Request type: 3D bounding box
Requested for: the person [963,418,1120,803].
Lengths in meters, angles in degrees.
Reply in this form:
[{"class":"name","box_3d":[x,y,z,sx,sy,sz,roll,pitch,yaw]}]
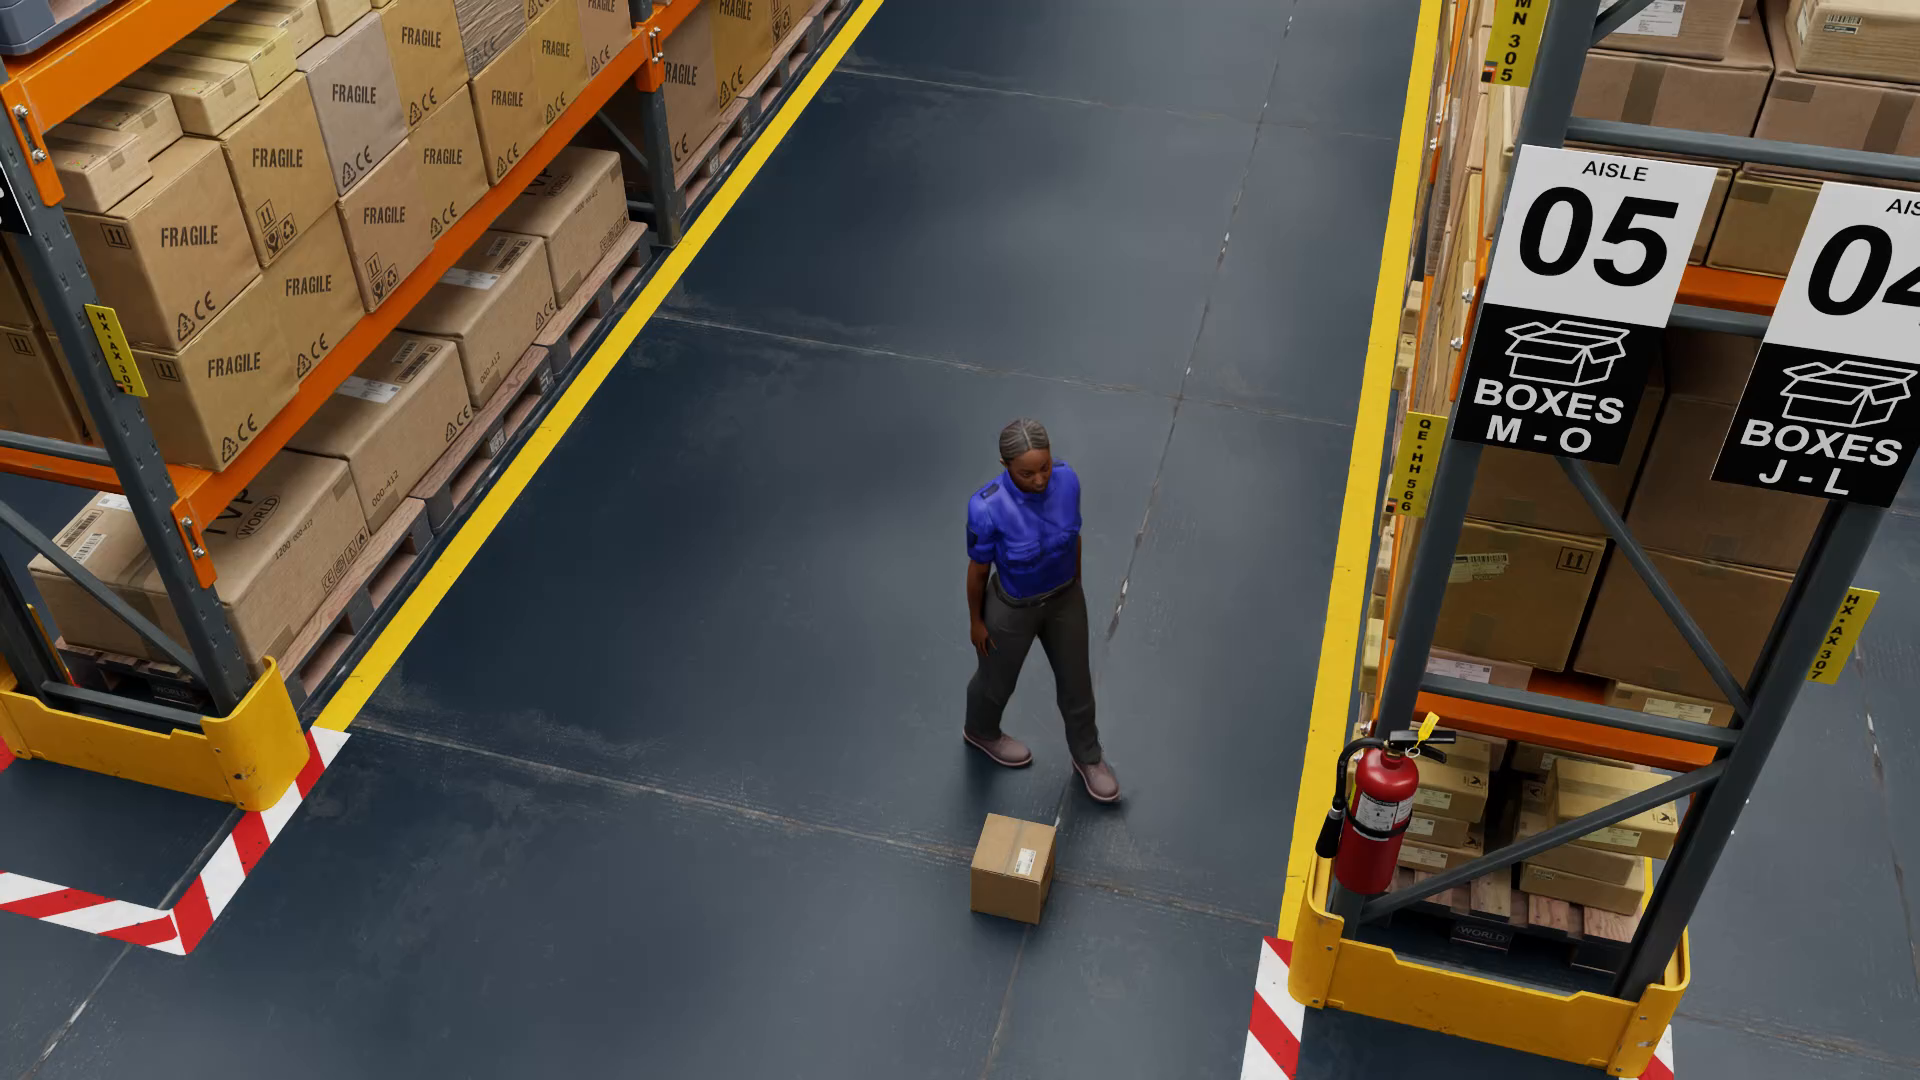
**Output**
[{"class":"person","box_3d":[0.291,0.275,5.848,0.469,1.656,0.624,-21,45,-22]}]
